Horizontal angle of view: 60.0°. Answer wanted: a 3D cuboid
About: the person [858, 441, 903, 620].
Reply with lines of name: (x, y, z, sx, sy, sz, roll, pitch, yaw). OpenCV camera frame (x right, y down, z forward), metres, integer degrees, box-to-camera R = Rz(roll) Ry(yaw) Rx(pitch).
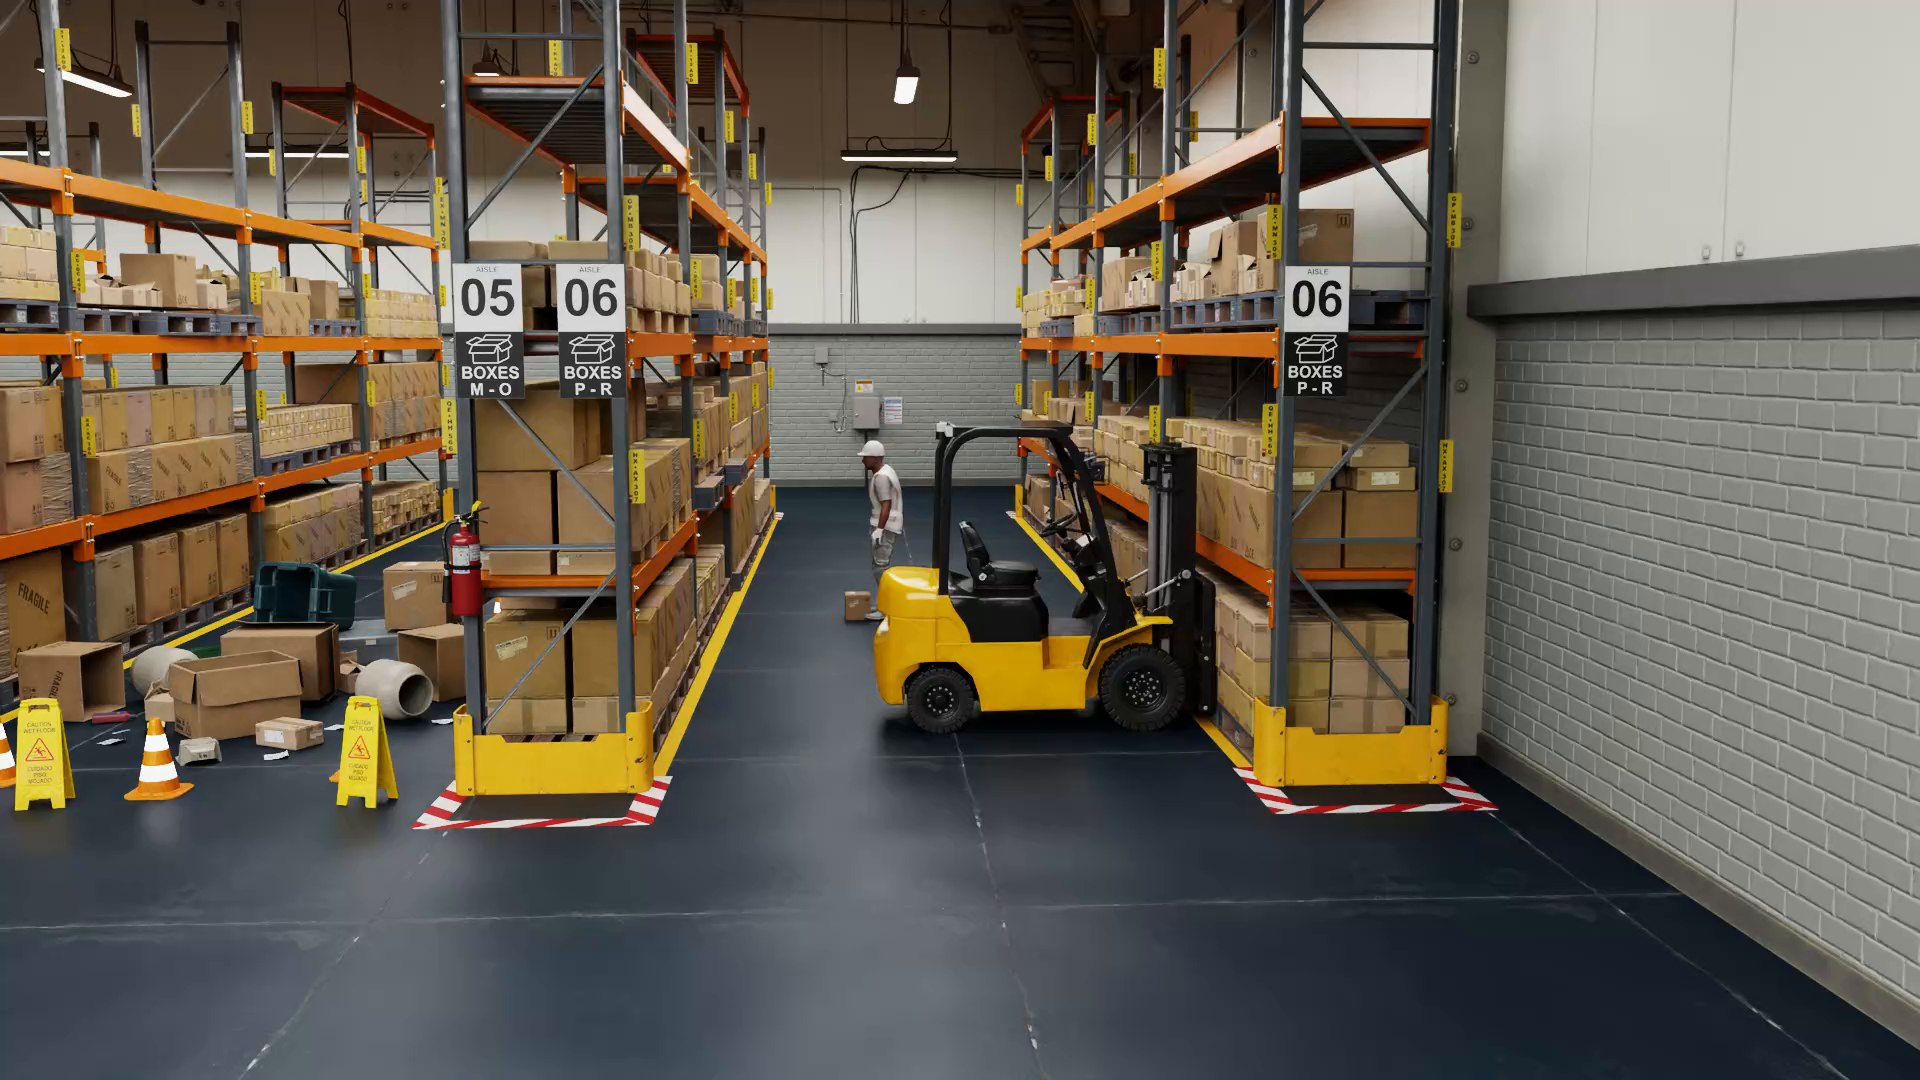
person: (-0.792, -0.103, 16.555, 0.446, 1.775, 0.617, 0, 7, -3)
